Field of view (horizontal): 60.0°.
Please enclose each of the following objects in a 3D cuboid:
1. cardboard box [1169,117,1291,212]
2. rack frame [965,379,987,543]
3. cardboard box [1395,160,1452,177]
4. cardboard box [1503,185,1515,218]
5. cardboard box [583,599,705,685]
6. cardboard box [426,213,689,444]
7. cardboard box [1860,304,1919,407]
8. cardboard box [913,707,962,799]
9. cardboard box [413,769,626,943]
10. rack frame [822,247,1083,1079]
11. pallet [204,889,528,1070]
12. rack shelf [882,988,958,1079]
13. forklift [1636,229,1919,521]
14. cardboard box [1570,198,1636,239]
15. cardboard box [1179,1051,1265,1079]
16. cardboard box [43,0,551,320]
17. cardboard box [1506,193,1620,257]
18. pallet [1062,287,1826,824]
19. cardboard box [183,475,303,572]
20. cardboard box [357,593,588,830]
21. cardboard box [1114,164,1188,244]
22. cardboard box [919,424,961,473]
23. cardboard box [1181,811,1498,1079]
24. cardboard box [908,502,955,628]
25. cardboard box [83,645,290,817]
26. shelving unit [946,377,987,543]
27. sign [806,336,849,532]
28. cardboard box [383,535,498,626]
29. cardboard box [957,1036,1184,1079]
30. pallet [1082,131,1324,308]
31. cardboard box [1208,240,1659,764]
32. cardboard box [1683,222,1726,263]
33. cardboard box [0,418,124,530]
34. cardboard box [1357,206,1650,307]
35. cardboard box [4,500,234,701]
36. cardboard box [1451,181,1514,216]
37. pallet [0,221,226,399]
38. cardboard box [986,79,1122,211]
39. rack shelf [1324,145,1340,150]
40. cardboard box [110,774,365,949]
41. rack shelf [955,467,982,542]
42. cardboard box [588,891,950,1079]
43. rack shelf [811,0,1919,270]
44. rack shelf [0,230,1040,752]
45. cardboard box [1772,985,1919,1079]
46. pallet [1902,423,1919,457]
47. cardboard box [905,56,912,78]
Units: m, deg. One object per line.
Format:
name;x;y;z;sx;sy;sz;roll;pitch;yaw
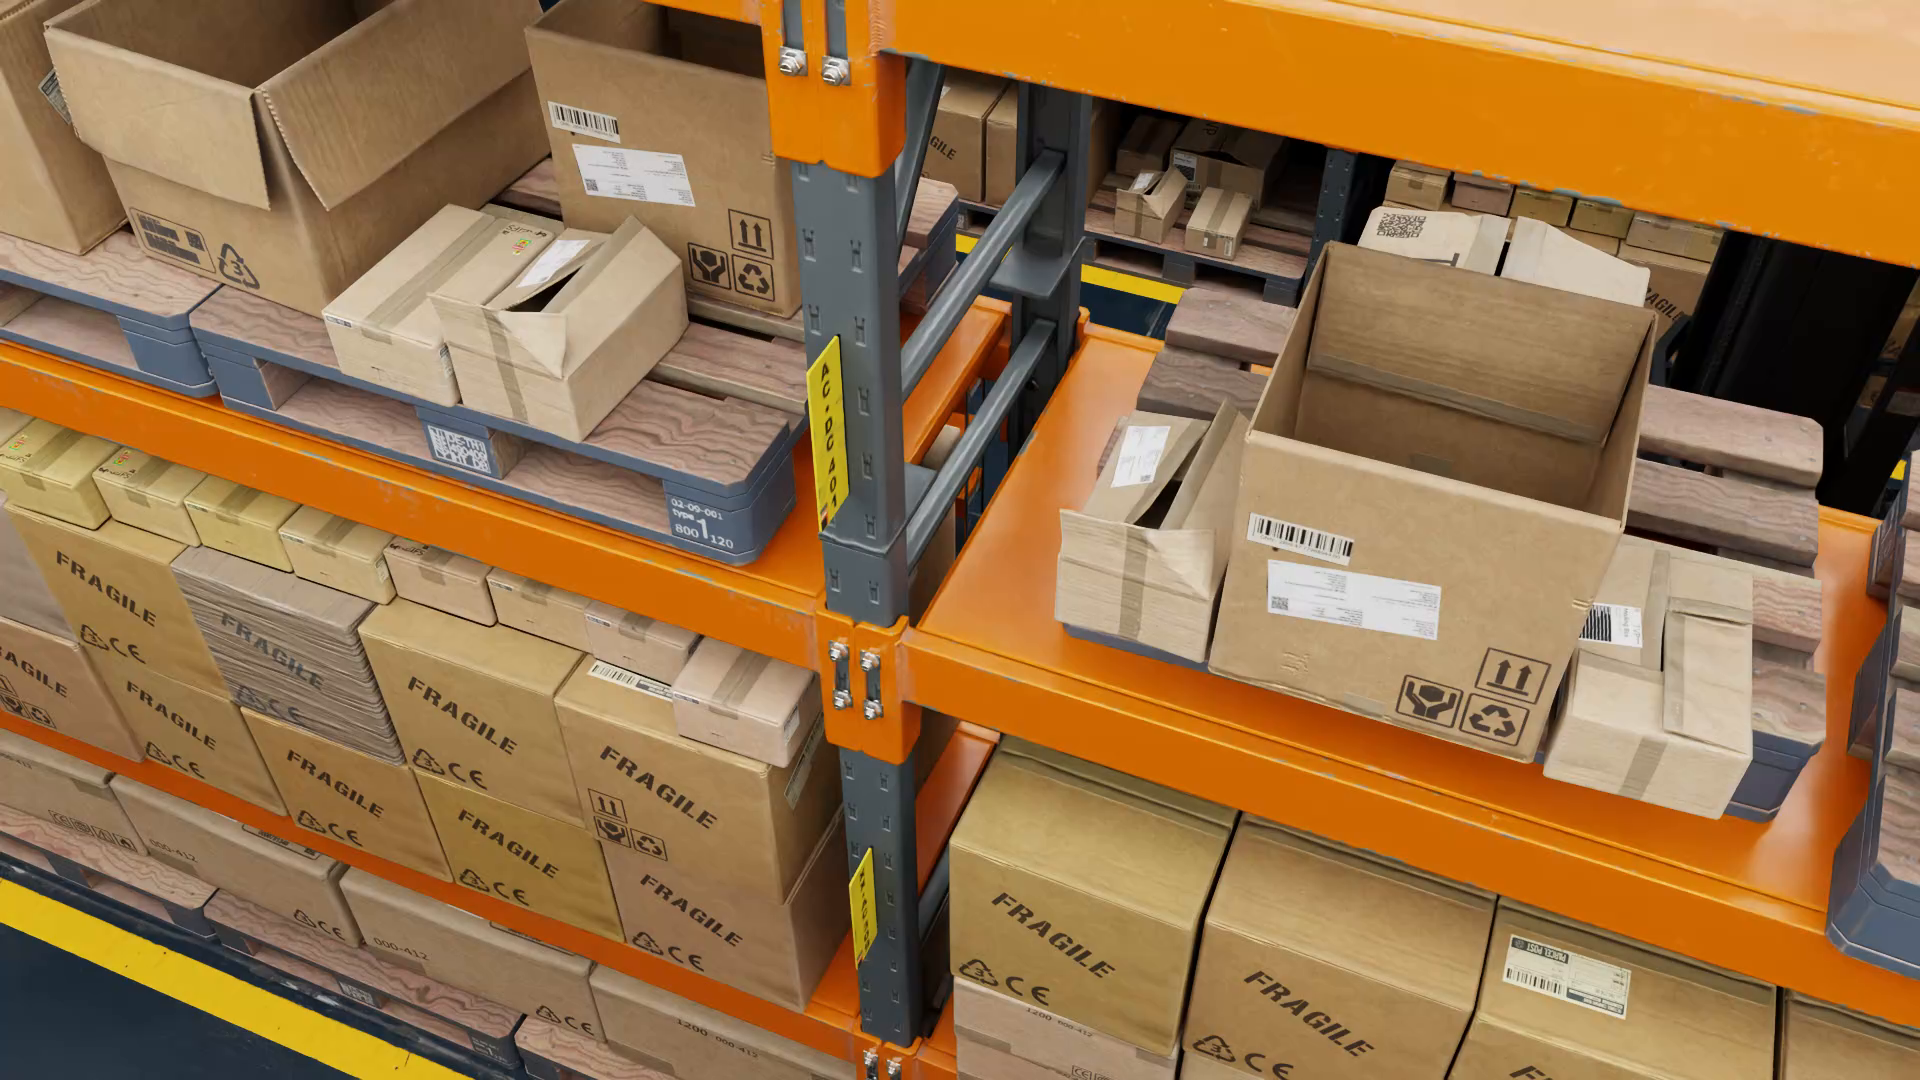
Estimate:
cardboard box;1.398;-2.007;8.588;0.500;0.311;0.500;18;48;17
rack frame;0.063;-0.354;6.700;0.008;1.050;0.200;16;47;16
cardboard box;2.169;-1.845;7.621;0.250;0.149;0.380;16;47;15
cardboard box;2.938;-1.660;8.105;0.500;0.500;0.500;15;47;14
cardboard box;-0.599;0.115;3.607;0.250;0.149;0.380;17;47;17
cardboard box;-0.704;-0.411;2.976;0.258;0.266;0.396;18;48;17
cardboard box;4.193;-0.913;7.354;0.500;0.500;0.500;18;48;18
cardboard box;-0.323;0.420;4.469;0.500;0.500;0.500;18;48;17
cardboard box;-0.994;0.623;4.266;0.500;0.500;0.500;15;47;15
rack frame;0.009;0.754;4.205;0.127;3.000;1.000;16;47;16
pallet;-1.793;1.155;5.779;1.213;0.211;1.003;16;47;16
rack shelf;1.855;1.552;3.913;4.000;0.370;1.077;16;47;16
forklift;3.126;-0.387;5.400;3.031;2.935;1.130;12;46;12
cardboard box;2.930;-1.548;7.532;0.250;0.149;0.380;16;47;15
cardboard box;0.799;1.056;3.653;0.500;0.250;0.500;17;47;16
cardboard box;-1.248;-0.876;3.274;0.637;0.503;0.797;20;48;19
cardboard box;2.772;-1.325;7.769;0.500;0.500;0.500;16;47;15
pallet;0.874;-0.025;2.996;1.217;0.209;0.805;15;47;14
cardboard box;-1.553;-0.131;3.854;0.250;0.149;0.380;15;47;15
cardboard box;-0.998;0.272;3.909;0.500;0.500;0.500;16;47;15
cardboard box;0.960;-1.715;8.327;0.258;0.266;0.396;18;48;17
cardboard box;-0.182;-0.121;3.844;0.250;0.149;0.380;16;47;15
cardboard box;0.785;0.791;3.388;0.500;0.500;0.500;16;47;16
cardboard box;-0.337;0.077;4.105;0.500;0.500;0.500;17;47;16
cardboard box;-1.941;0.344;4.546;0.500;0.500;0.500;18;48;17
shelving unit;-0.049;-0.387;6.733;0.252;1.050;0.215;16;47;16
sign;-0.203;-0.159;2.573;0.005;0.325;0.100;16;47;16
cardboard box;-1.066;-0.016;3.739;0.250;0.149;0.380;16;47;16
cardboard box;0.314;1.098;3.965;0.500;0.250;0.500;15;47;15
pallet;1.283;-1.677;8.625;1.213;0.211;1.003;16;47;16
cardboard box;0.711;-0.066;2.533;0.500;0.500;0.500;16;47;15
cardboard box;3.374;-1.387;7.371;0.250;0.149;0.380;18;48;17
cardboard box;-2.046;-0.227;3.951;0.250;0.149;0.380;15;47;15
cardboard box;0.903;-0.324;2.927;0.500;0.311;0.500;16;47;16
cardboard box;-1.931;-0.001;4.184;0.500;0.500;0.500;17;47;16
cardboard box;2.431;-1.676;7.661;0.250;0.149;0.380;15;47;15
pallet;-1.864;-0.839;3.742;1.213;0.211;1.003;16;47;16
cardboard box;0.485;-2.060;8.507;0.500;0.500;0.700;15;47;14
rack shelf;0.071;-2.766;8.253;4.000;0.370;1.077;16;47;16
cardboard box;-2.187;0.784;5.693;0.875;0.438;0.875;18;47;17
rack shelf;-0.049;-0.182;6.937;0.240;0.259;0.215;16;47;16
cardboard box;-0.529;1.273;5.202;0.875;0.438;0.875;16;47;15
rack shelf;1.855;-0.433;1.938;4.000;0.370;1.077;16;47;16
rack shelf;-1.837;-0.598;3.946;4.000;0.370;1.077;16;47;16
cardboard box;1.726;1.065;3.112;0.500;0.500;0.500;16;47;15
pallet;4.934;-0.631;7.574;1.213;0.211;1.003;16;47;16
cardboard box;-0.473;-2.342;8.791;0.500;0.500;0.700;18;48;17
